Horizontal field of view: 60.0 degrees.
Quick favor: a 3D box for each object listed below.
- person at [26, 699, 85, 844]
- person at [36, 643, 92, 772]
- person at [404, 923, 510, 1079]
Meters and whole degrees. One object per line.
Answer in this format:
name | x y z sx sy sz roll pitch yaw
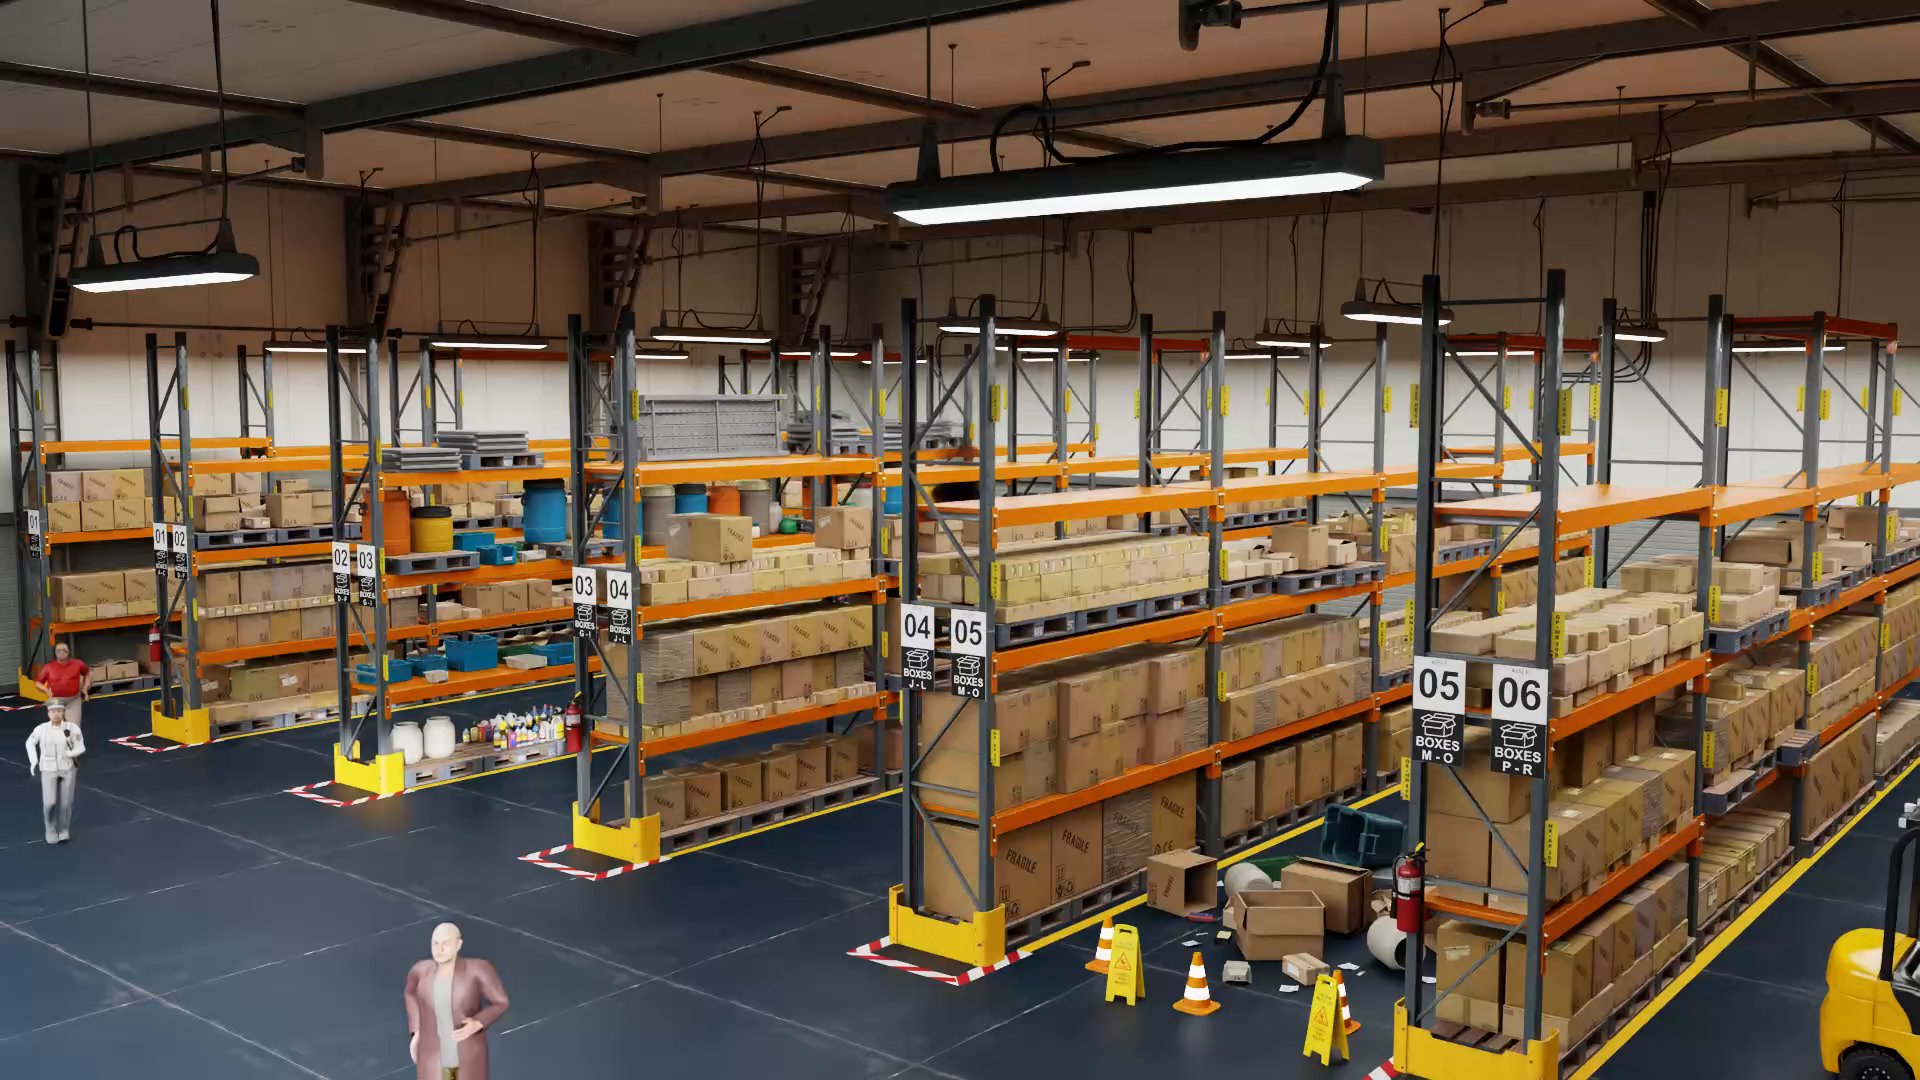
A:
person | -10.241 2.626 18.861 0.586 1.660 0.641 -3 6 -30
person | -12.230 2.256 22.718 0.675 1.718 0.983 -3 6 -27
person | -3.234 3.322 10.670 0.693 1.793 0.977 -1 5 -8
